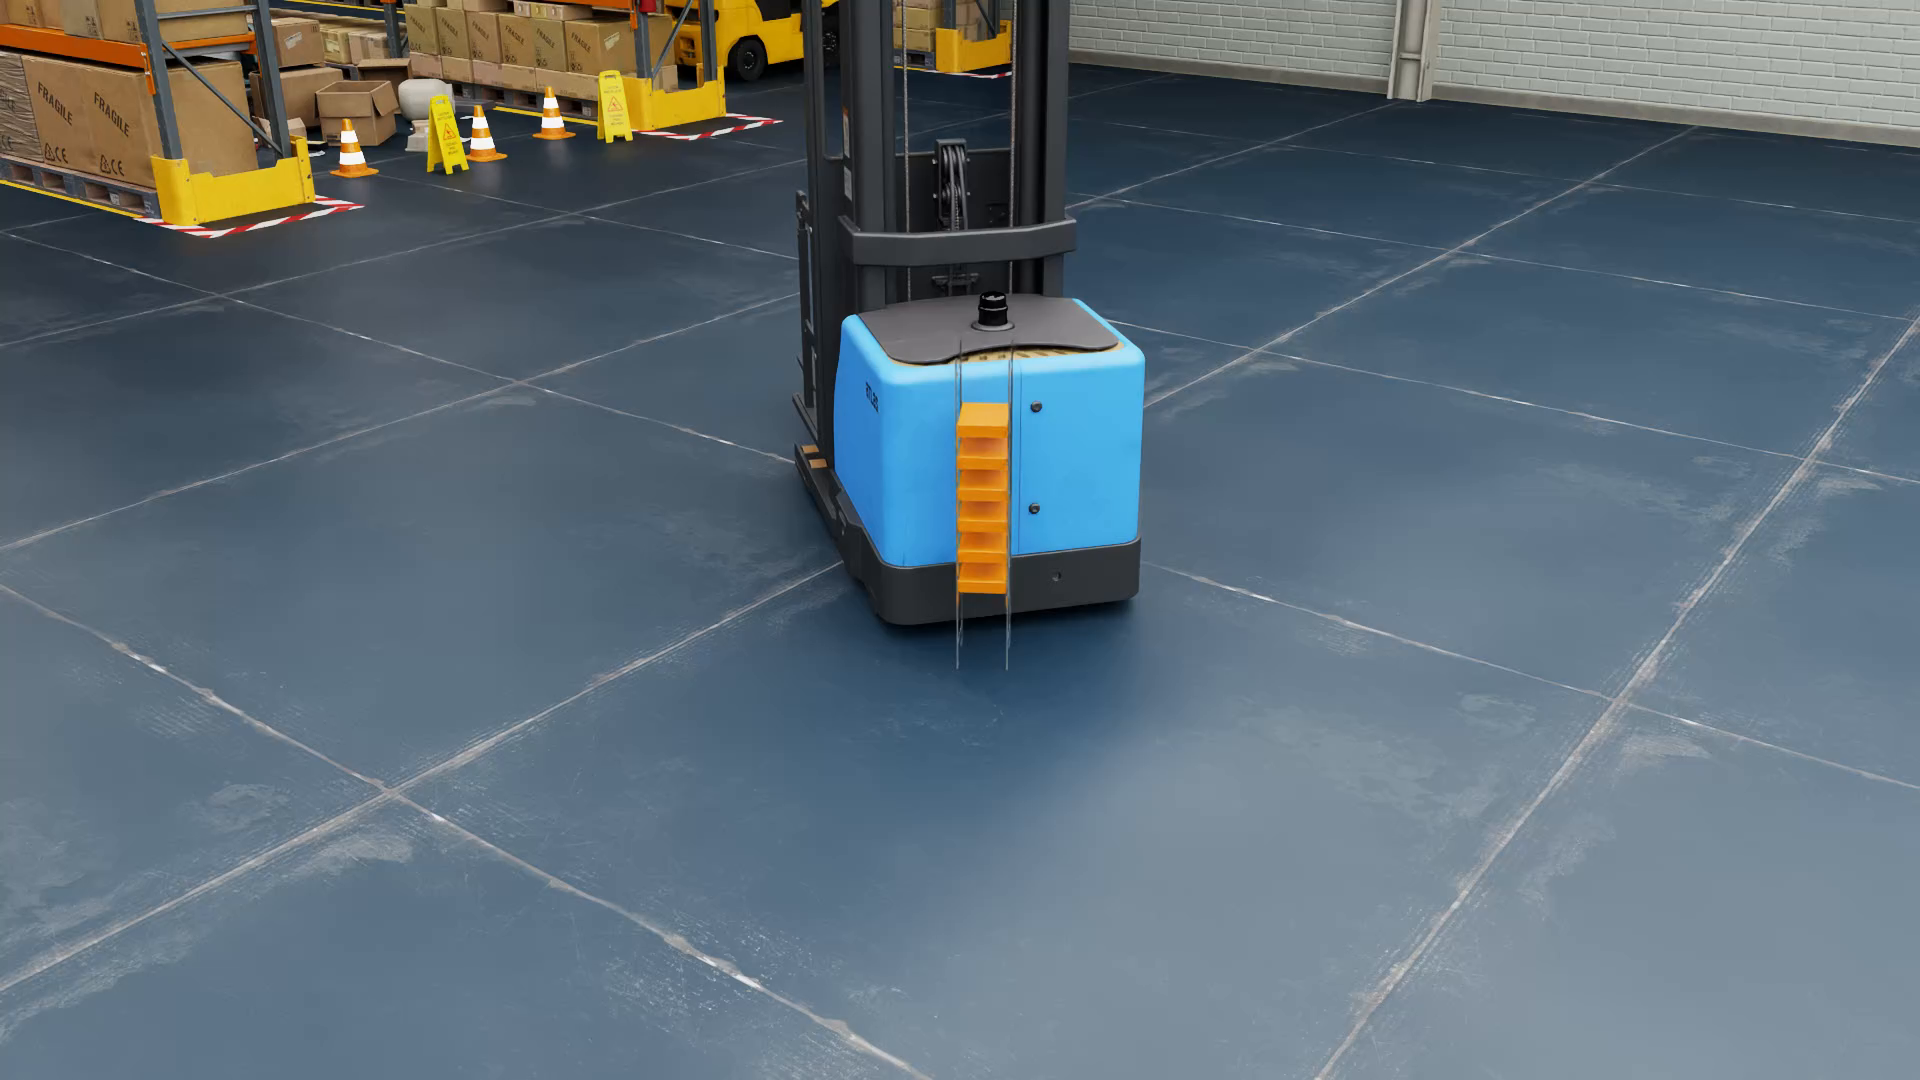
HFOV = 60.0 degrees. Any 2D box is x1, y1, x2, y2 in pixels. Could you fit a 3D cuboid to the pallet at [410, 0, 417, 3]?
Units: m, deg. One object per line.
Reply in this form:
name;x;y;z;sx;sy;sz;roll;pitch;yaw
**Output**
pallet;-7.800;-8.360;25.963;1.213;0.211;1.003;17;29;33

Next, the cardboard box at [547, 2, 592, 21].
cardboard box;-3.957;-5.362;16.855;0.250;0.149;0.380;18;29;35

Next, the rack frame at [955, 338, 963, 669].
rack frame;-0.003;-0.119;6.031;0.006;1.200;0.240;1;24;4

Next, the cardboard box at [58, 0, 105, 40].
cardboard box;-6.491;-4.260;13.012;0.550;0.550;0.875;17;29;33

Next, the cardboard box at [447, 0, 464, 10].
cardboard box;-5.240;-5.750;17.734;0.250;0.149;0.380;18;30;35

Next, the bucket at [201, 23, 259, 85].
bucket;-7.423;-4.866;16.748;0.726;0.611;0.620;-15;18;-30

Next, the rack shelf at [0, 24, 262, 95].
rack shelf;-7.314;-4.144;13.828;4.000;0.370;1.077;17;29;33

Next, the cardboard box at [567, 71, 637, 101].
cardboard box;-3.653;-4.660;16.995;0.500;0.250;0.500;17;29;33

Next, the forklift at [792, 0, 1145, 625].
forklift;-0.159;-1.585;7.211;1.130;2.935;3.031;-6;24;-13

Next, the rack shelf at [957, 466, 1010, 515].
rack shelf;0.088;-0.185;5.994;0.180;0.103;0.258;1;24;4

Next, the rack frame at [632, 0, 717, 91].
rack frame;-2.826;-5.612;16.266;0.127;3.000;1.000;17;29;33

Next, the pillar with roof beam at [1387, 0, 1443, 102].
pillar with roof beam;2.351;-7.579;13.290;0.400;9.000;9.100;17;29;33

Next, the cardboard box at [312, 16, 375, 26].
cardboard box;-7.582;-6.035;19.965;0.625;0.372;0.950;18;29;35

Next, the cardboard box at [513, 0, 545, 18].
cardboard box;-4.366;-5.488;17.141;0.250;0.149;0.380;18;30;35

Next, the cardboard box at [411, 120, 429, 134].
cardboard box;-5.085;-3.972;16.080;0.380;0.149;0.250;-10;26;-21

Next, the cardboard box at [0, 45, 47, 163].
cardboard box;-7.730;-3.786;14.236;0.875;0.875;0.875;17;29;34

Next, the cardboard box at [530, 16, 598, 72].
cardboard box;-4.043;-5.123;17.117;0.500;0.500;0.500;18;30;35

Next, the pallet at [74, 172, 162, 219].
pallet;-6.400;-2.882;13.529;1.213;0.211;1.003;17;29;33

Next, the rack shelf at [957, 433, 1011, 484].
rack shelf;0.087;-0.295;5.946;0.180;0.103;0.258;1;24;4

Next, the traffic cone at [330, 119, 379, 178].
traffic cone;-5.287;-3.416;14.428;0.334;0.463;0.336;17;29;33

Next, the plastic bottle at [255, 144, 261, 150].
plastic bottle;-6.620;-3.636;15.427;0.133;0.061;0.283;7;25;15

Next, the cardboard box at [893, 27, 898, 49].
cardboard box;-0.809;-6.283;20.679;0.500;0.250;0.500;17;29;33

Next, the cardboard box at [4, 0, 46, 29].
cardboard box;-7.313;-4.550;13.672;0.500;0.550;0.875;17;29;33

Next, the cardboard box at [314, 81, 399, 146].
cardboard box;-5.750;-4.077;15.879;0.637;0.503;0.797;-1;24;-3

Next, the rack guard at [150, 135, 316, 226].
rack guard;-5.694;-2.840;13.076;0.348;0.500;1.175;17;29;33

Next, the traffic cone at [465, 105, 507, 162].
traffic cone;-4.337;-3.698;15.069;0.334;0.463;0.336;17;29;33

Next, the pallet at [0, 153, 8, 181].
pallet;-8.353;-3.472;14.869;1.213;0.211;1.003;17;29;33

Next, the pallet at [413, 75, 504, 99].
pallet;-5.468;-5.152;18.681;1.213;0.211;1.003;17;29;33

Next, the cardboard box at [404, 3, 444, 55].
cardboard box;-5.716;-5.626;18.258;0.500;0.500;0.500;18;30;36

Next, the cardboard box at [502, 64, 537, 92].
cardboard box;-4.466;-4.907;17.555;0.500;0.250;0.500;16;28;31

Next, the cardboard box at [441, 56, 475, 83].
cardboard box;-5.282;-5.157;18.125;0.500;0.250;0.500;19;30;36

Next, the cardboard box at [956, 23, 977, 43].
cardboard box;-0.127;-6.330;20.785;0.500;0.250;0.500;17;29;34

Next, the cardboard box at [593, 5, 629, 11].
cardboard box;-4.696;-7.780;23.613;0.625;0.625;0.875;15;28;31

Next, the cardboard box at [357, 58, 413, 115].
cardboard box;-5.985;-4.738;17.380;0.500;0.500;0.500;-5;24;-12

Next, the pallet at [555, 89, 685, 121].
pallet;-3.515;-4.562;17.341;1.213;0.211;1.003;17;29;33

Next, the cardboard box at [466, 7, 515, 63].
cardboard box;-4.867;-5.375;17.687;0.500;0.500;0.500;19;30;36

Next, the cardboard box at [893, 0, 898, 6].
cardboard box;-0.819;-6.738;20.471;0.500;0.250;0.500;17;29;34

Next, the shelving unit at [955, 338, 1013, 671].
shelving unit;0.088;-0.116;6.025;0.189;1.200;0.258;1;24;4

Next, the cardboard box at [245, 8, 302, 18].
cardboard box;-8.781;-6.396;20.784;0.625;0.372;0.950;15;28;30

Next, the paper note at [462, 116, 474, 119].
paper note;-5.035;-4.349;17.082;0.148;0.019;0.142;7;25;15

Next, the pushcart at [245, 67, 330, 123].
pushcart;-7.354;-4.631;17.293;0.936;0.377;1.648;7;25;15

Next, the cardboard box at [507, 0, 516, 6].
cardboard box;-4.984;-5.677;18.374;0.500;0.500;0.500;17;29;34

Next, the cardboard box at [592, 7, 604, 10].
cardboard box;-4.142;-5.427;17.807;0.500;0.500;0.500;17;29;34

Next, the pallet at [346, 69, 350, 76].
pallet;-7.631;-5.785;20.119;1.213;0.211;1.003;17;29;33

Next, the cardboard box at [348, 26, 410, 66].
cardboard box;-6.448;-5.694;19.192;0.625;0.372;0.950;17;29;34

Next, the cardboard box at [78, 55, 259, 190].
cardboard box;-6.296;-3.353;13.253;0.875;0.875;0.875;17;29;34

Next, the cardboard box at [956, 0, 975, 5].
cardboard box;-0.123;-6.783;20.573;0.500;0.250;0.500;16;29;33

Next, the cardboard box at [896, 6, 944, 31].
cardboard box;-0.429;-6.393;20.310;0.500;0.250;0.500;16;29;33

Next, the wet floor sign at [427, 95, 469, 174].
wet floor sign;-4.503;-3.544;14.494;0.232;0.644;0.267;12;26;24

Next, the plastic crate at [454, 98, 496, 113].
plastic crate;-5.262;-4.599;17.588;0.583;0.080;0.402;7;25;15

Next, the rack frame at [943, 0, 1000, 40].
rack frame;0.148;-7.214;19.903;0.127;3.000;1.000;17;29;33

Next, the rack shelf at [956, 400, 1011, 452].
rack shelf;0.087;-0.405;5.897;0.180;0.103;0.258;1;24;4

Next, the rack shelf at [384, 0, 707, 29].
rack shelf;-4.426;-5.766;17.508;4.000;0.370;1.077;17;29;33

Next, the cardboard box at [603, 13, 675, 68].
cardboard box;-3.325;-5.178;17.242;0.500;0.500;0.500;16;28;32
